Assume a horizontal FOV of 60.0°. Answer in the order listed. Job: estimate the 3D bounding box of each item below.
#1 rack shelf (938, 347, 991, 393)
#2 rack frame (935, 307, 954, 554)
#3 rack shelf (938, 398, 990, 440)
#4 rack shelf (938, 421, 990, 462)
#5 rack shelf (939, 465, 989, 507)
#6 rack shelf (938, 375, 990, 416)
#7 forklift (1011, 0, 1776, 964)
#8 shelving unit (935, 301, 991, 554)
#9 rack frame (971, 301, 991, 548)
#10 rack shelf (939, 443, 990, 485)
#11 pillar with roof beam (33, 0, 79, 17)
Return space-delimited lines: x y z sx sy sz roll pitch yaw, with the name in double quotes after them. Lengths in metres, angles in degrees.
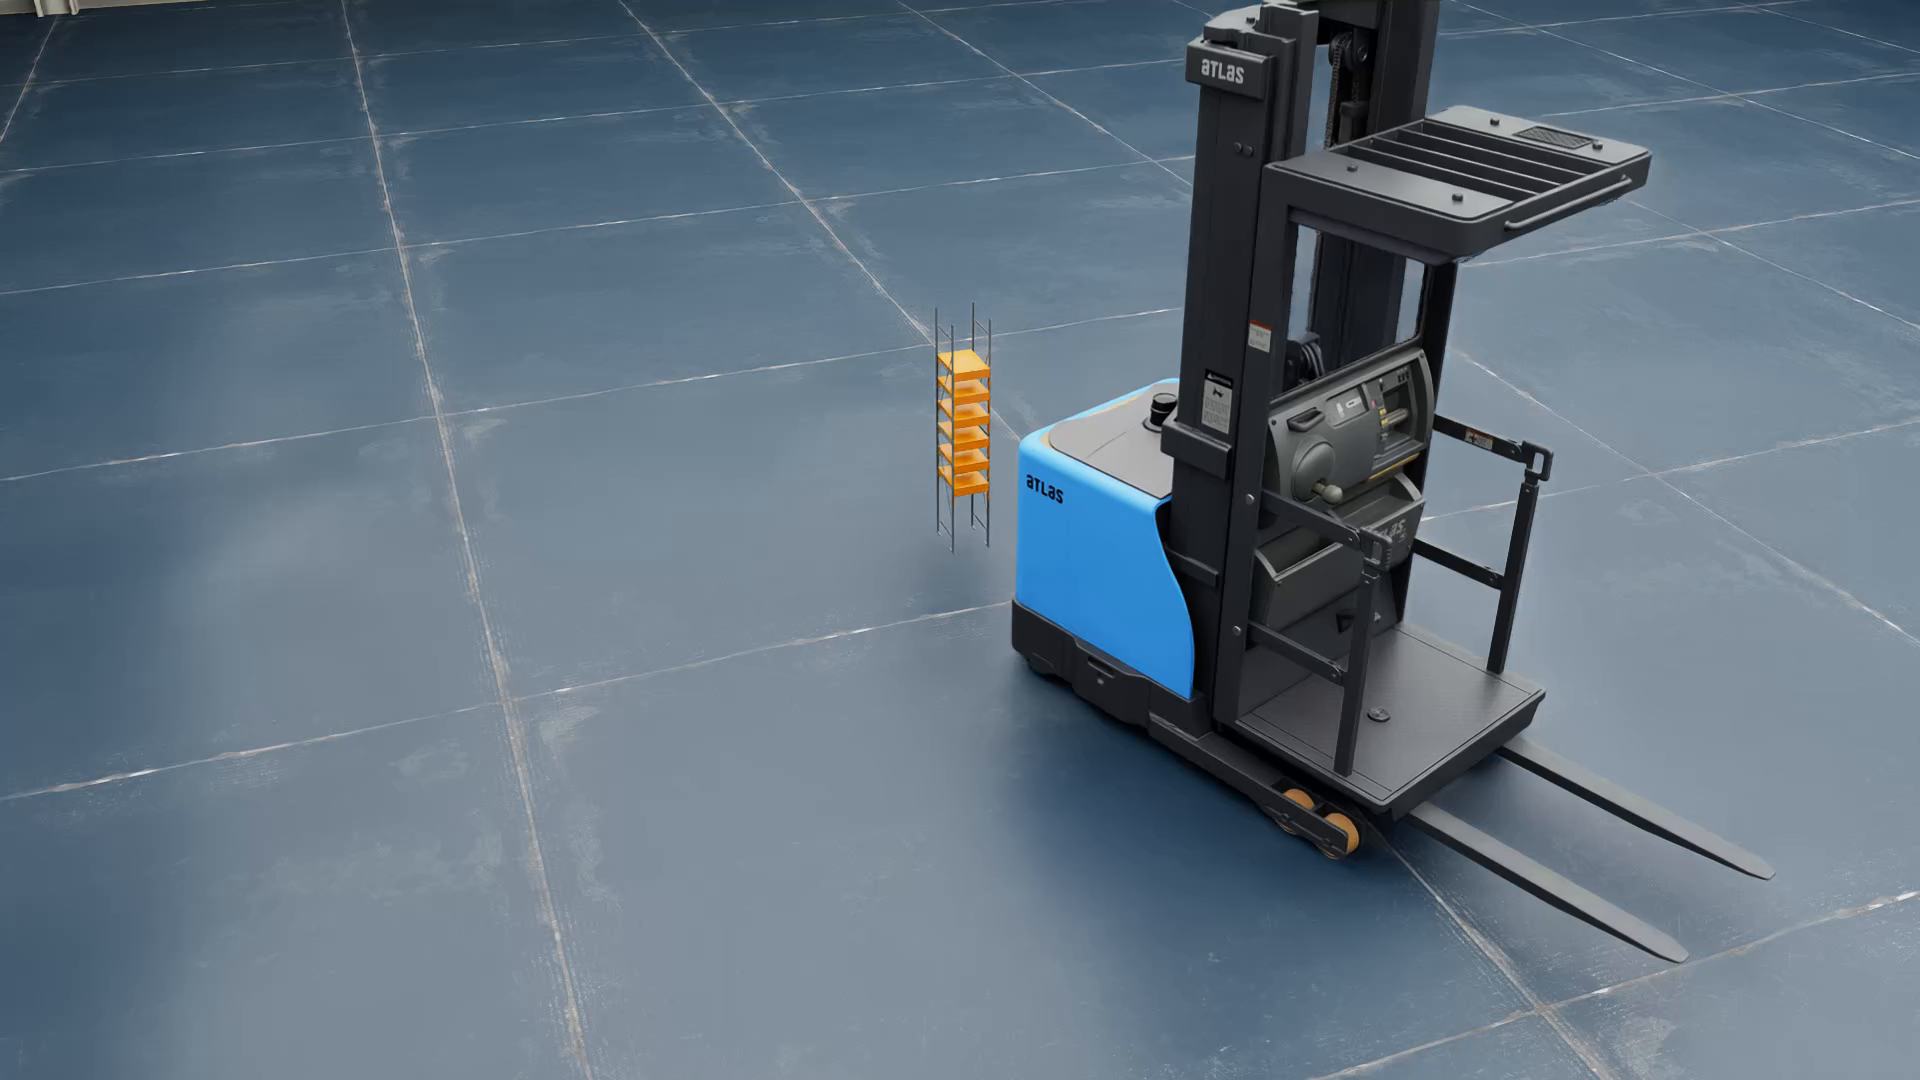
0.014 -0.798 7.801 0.180 0.103 0.258 -10 31 -18 "rack shelf"
-0.072 -0.508 7.930 0.006 1.200 0.240 -10 31 -18 "rack frame"
0.014 -0.589 7.920 0.180 0.103 0.258 -10 31 -18 "rack shelf"
0.014 -0.485 7.979 0.180 0.103 0.258 -10 31 -18 "rack shelf"
0.014 -0.277 8.098 0.180 0.103 0.258 -10 31 -18 "rack shelf"
0.014 -0.694 7.861 0.180 0.103 0.258 -10 31 -18 "rack shelf"
1.581 -0.376 5.949 1.130 2.935 3.031 -24 37 -35 "forklift"
0.014 -0.524 7.957 0.189 1.200 0.258 -10 31 -18 "shelving unit"
0.099 -0.540 7.985 0.006 1.200 0.240 -10 31 -18 "rack frame"
0.014 -0.381 8.039 0.180 0.103 0.258 -10 31 -18 "rack shelf"
-8.586 -7.815 12.876 0.400 9.000 9.100 -10 31 -18 "pillar with roof beam"
